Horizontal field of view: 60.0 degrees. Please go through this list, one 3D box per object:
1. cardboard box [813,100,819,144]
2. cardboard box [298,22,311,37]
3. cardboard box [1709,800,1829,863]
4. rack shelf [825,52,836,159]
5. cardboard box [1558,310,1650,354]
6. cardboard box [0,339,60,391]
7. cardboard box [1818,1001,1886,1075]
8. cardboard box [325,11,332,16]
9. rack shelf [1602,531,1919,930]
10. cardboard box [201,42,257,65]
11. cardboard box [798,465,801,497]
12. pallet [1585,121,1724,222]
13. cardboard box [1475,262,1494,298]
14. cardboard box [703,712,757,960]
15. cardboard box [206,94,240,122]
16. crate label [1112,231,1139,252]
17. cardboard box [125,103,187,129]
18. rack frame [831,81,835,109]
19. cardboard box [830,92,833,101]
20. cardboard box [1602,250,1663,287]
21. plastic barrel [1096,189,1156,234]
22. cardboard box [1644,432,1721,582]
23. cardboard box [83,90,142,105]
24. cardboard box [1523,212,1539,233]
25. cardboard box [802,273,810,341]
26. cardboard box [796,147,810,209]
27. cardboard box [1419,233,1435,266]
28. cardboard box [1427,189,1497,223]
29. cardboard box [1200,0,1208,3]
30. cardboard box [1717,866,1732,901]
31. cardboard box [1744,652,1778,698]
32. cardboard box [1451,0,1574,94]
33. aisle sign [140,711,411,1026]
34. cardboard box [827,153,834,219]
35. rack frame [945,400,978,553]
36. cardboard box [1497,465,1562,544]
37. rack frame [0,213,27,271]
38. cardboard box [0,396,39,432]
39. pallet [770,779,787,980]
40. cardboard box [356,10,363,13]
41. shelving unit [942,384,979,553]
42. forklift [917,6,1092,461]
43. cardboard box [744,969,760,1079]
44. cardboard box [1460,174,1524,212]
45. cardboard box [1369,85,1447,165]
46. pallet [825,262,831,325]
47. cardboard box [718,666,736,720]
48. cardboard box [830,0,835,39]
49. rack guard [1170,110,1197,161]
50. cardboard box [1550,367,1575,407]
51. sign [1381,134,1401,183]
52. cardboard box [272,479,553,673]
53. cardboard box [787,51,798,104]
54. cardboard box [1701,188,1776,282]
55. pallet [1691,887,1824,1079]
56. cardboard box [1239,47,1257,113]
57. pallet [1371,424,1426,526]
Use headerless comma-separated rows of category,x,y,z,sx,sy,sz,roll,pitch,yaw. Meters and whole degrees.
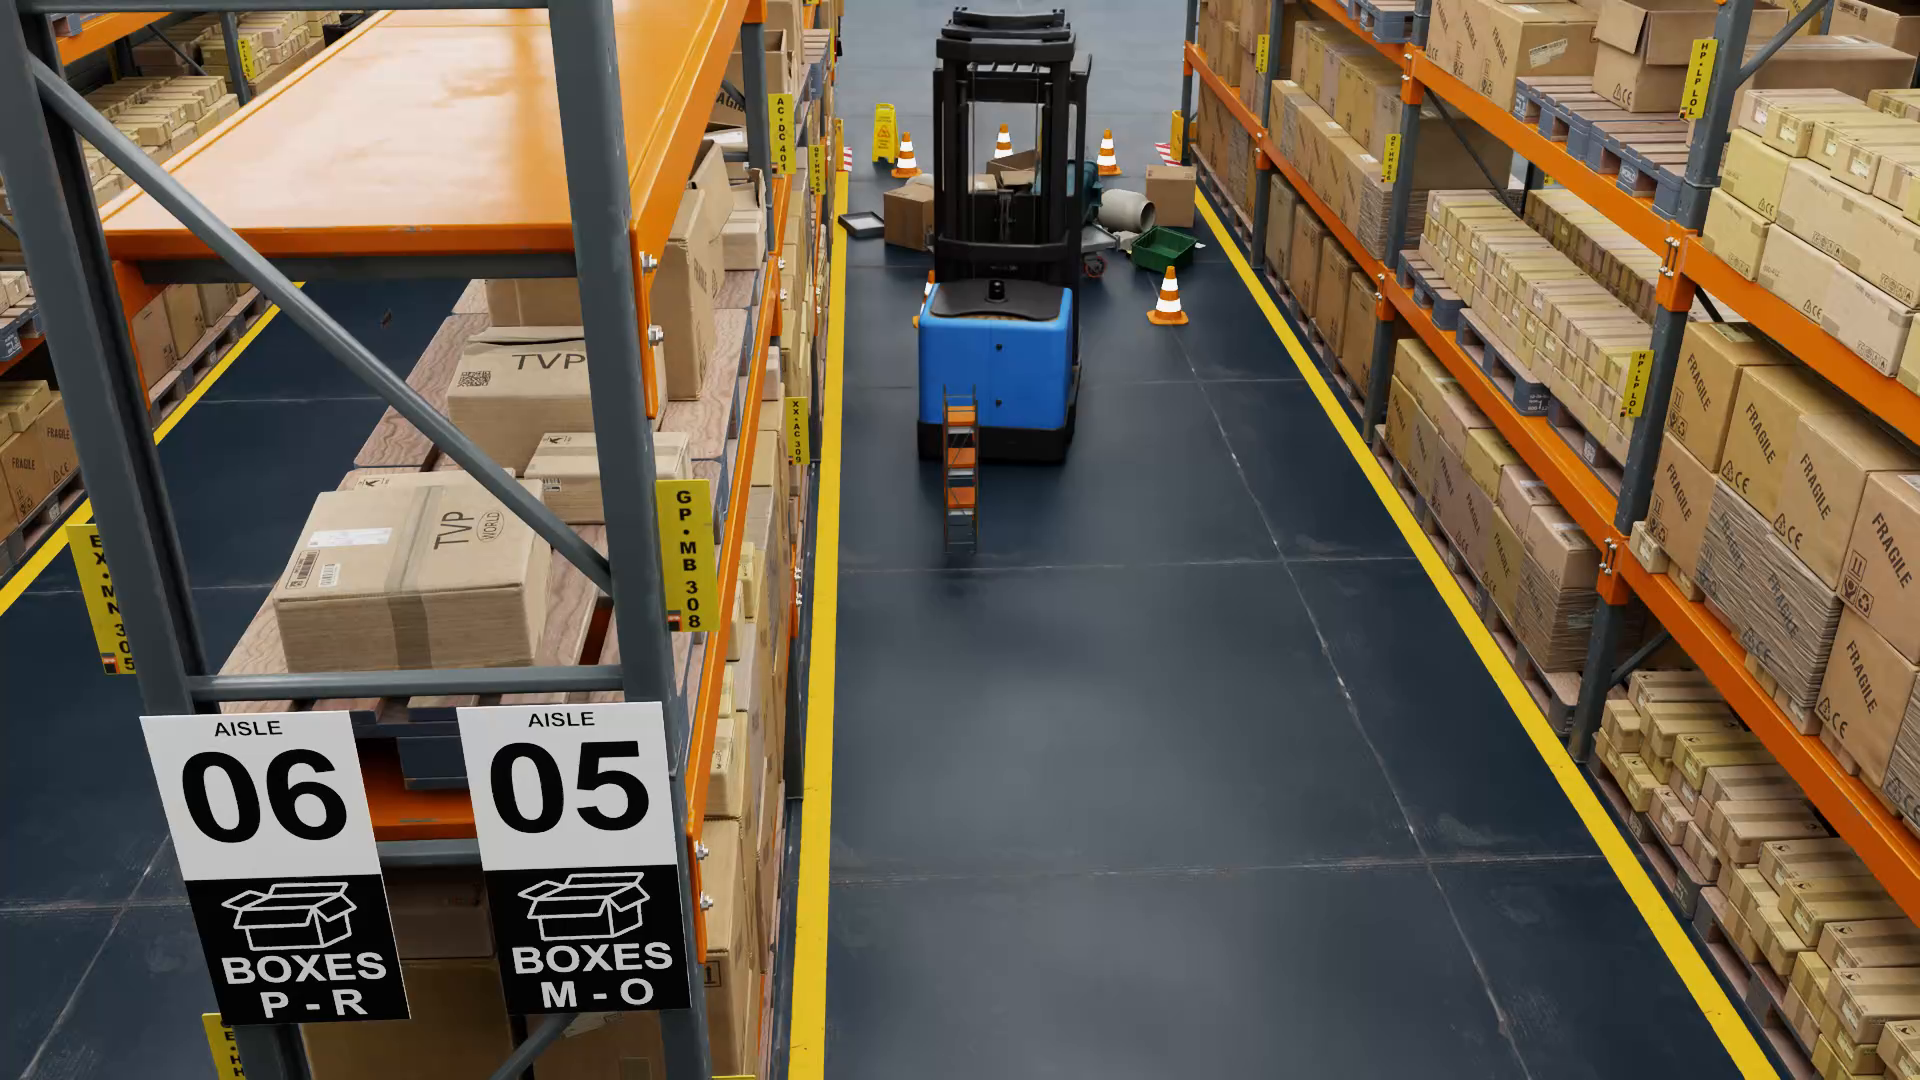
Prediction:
cardboard box,-1.397,-3.433,13.204,0.500,0.500,0.500,0,28,-1
cardboard box,-6.551,-4.940,16.169,0.380,0.149,0.250,-2,28,-3
cardboard box,3.454,1.245,7.105,0.380,0.149,0.250,-1,28,-2
rack shelf,-1.803,-4.350,16.625,1.077,0.370,4.000,-1,28,-3
cardboard box,3.401,-1.101,8.792,0.380,0.149,0.250,-1,28,-3
cardboard box,-6.465,-1.198,11.918,0.875,0.625,0.625,-1,28,-1
cardboard box,3.485,1.860,6.246,0.380,0.149,0.250,-1,28,-2
cardboard box,-6.487,-5.307,16.550,0.380,0.149,0.250,-1,28,-1
rack shelf,3.762,1.025,6.318,1.077,0.370,4.000,-1,28,-3
cardboard box,-6.375,-4.242,14.508,0.380,0.149,0.250,-1,28,-2
cardboard box,-1.068,-0.433,8.499,0.500,0.250,0.500,-2,28,-4
pallet,3.732,-1.752,7.824,1.213,0.211,1.003,-1,28,-3
cardboard box,3.332,-1.563,9.999,0.380,0.149,0.250,-1,28,-3
cardboard box,-0.846,0.842,4.703,0.500,0.500,0.500,-2,28,-4
cardboard box,-6.374,-3.558,13.951,0.500,0.250,0.500,-2,28,-4
crate label,1.605,-2.912,16.186,0.298,0.136,0.250,-23,35,-37
cardboard box,-6.326,-3.330,13.081,0.380,0.149,0.250,-2,28,-4
rack frame,-1.907,-5.593,18.229,1.000,3.000,0.127,-1,28,-3
cardboard box,-1.509,-4.532,17.203,0.380,0.149,0.250,-1,28,-2
cardboard box,3.997,-1.590,9.730,0.380,0.149,0.250,0,28,0
plastic barrel,1.649,-3.256,16.535,0.512,0.421,0.421,19,33,32
cardboard box,3.432,-0.159,7.381,0.500,0.500,0.500,-2,28,-4
cardboard box,-6.877,-3.548,13.499,0.380,0.149,0.250,-1,28,-3
cardboard box,3.929,-2.054,10.940,0.380,0.149,0.250,-1,28,-2
cardboard box,-1.133,-1.363,9.742,0.500,0.250,0.500,-2,28,-4
cardboard box,-1.201,-2.153,10.446,0.500,0.500,0.500,-2,28,-4
cardboard box,3.270,-1.928,11.020,0.380,0.149,0.250,-2,28,-3
cardboard box,3.280,-2.183,10.866,0.380,0.149,0.250,-1,28,-3
cardboard box,3.012,-6.132,17.933,0.875,0.550,0.550,-1,28,-3
cardboard box,3.547,1.512,7.235,0.380,0.149,0.250,-3,28,-5
cardboard box,3.456,0.516,6.789,0.380,0.149,0.250,-1,28,-2
cardboard box,3.246,-2.938,9.787,0.500,0.500,0.500,-1,28,-3
aisle sign,-1.377,0.684,3.383,0.394,0.787,0.004,-1,28,-3
cardboard box,-1.459,-3.324,15.588,0.500,0.500,0.500,0,28,0
rack frame,0.009,-0.384,10.352,0.200,1.050,0.008,-1,28,-3
cardboard box,3.353,-0.203,9.334,0.500,0.250,0.500,0,28,0
rack frame,-6.446,-1.777,10.913,1.000,3.000,0.127,-1,28,-3
cardboard box,-6.122,-0.795,10.578,0.380,0.149,0.250,-3,28,-5
pallet,-1.319,1.539,7.572,1.003,0.211,1.213,-1,28,-3
cardboard box,-6.576,-5.295,17.549,0.500,0.500,0.500,-2,28,-4
shelving unit,0.003,-0.441,10.460,0.215,1.050,0.252,-1,28,-3
forklift,0.381,-2.507,12.387,1.130,2.935,3.031,3,28,6
cardboard box,-0.810,1.523,4.477,0.500,0.500,0.500,-2,28,-3
cardboard box,3.695,-2.323,11.851,0.500,0.500,0.500,-1,28,-2
cardboard box,3.407,-2.993,12.056,0.700,0.500,0.500,-2,28,-3
pallet,-1.656,-2.150,14.643,1.003,0.211,1.213,-1,28,-3
cardboard box,-0.829,0.487,4.681,0.380,0.149,0.250,-2,28,-4
cardboard box,-1.509,-4.810,15.217,0.700,0.500,0.500,-1,28,-2
rack guard,3.030,-4.662,19.147,1.175,0.500,0.348,-1,28,-3
cardboard box,3.401,-0.821,8.899,0.380,0.149,0.250,-3,28,-5
sign,2.895,-2.563,11.168,0.100,0.325,0.005,-1,28,-3
cardboard box,-1.185,0.097,3.677,0.500,0.250,0.500,-4,28,-7
cardboard box,-1.026,-2.360,8.478,0.396,0.266,0.258,1,28,2
cardboard box,3.418,-1.260,6.842,0.500,0.250,0.500,0,28,0
pallet,3.795,1.893,6.892,1.003,0.211,1.213,-1,28,-3
cardboard box,3.157,-4.402,15.784,0.875,0.550,0.550,-1,28,-3
pallet,3.488,-0.467,11.417,1.003,0.211,1.213,-1,28,-3
